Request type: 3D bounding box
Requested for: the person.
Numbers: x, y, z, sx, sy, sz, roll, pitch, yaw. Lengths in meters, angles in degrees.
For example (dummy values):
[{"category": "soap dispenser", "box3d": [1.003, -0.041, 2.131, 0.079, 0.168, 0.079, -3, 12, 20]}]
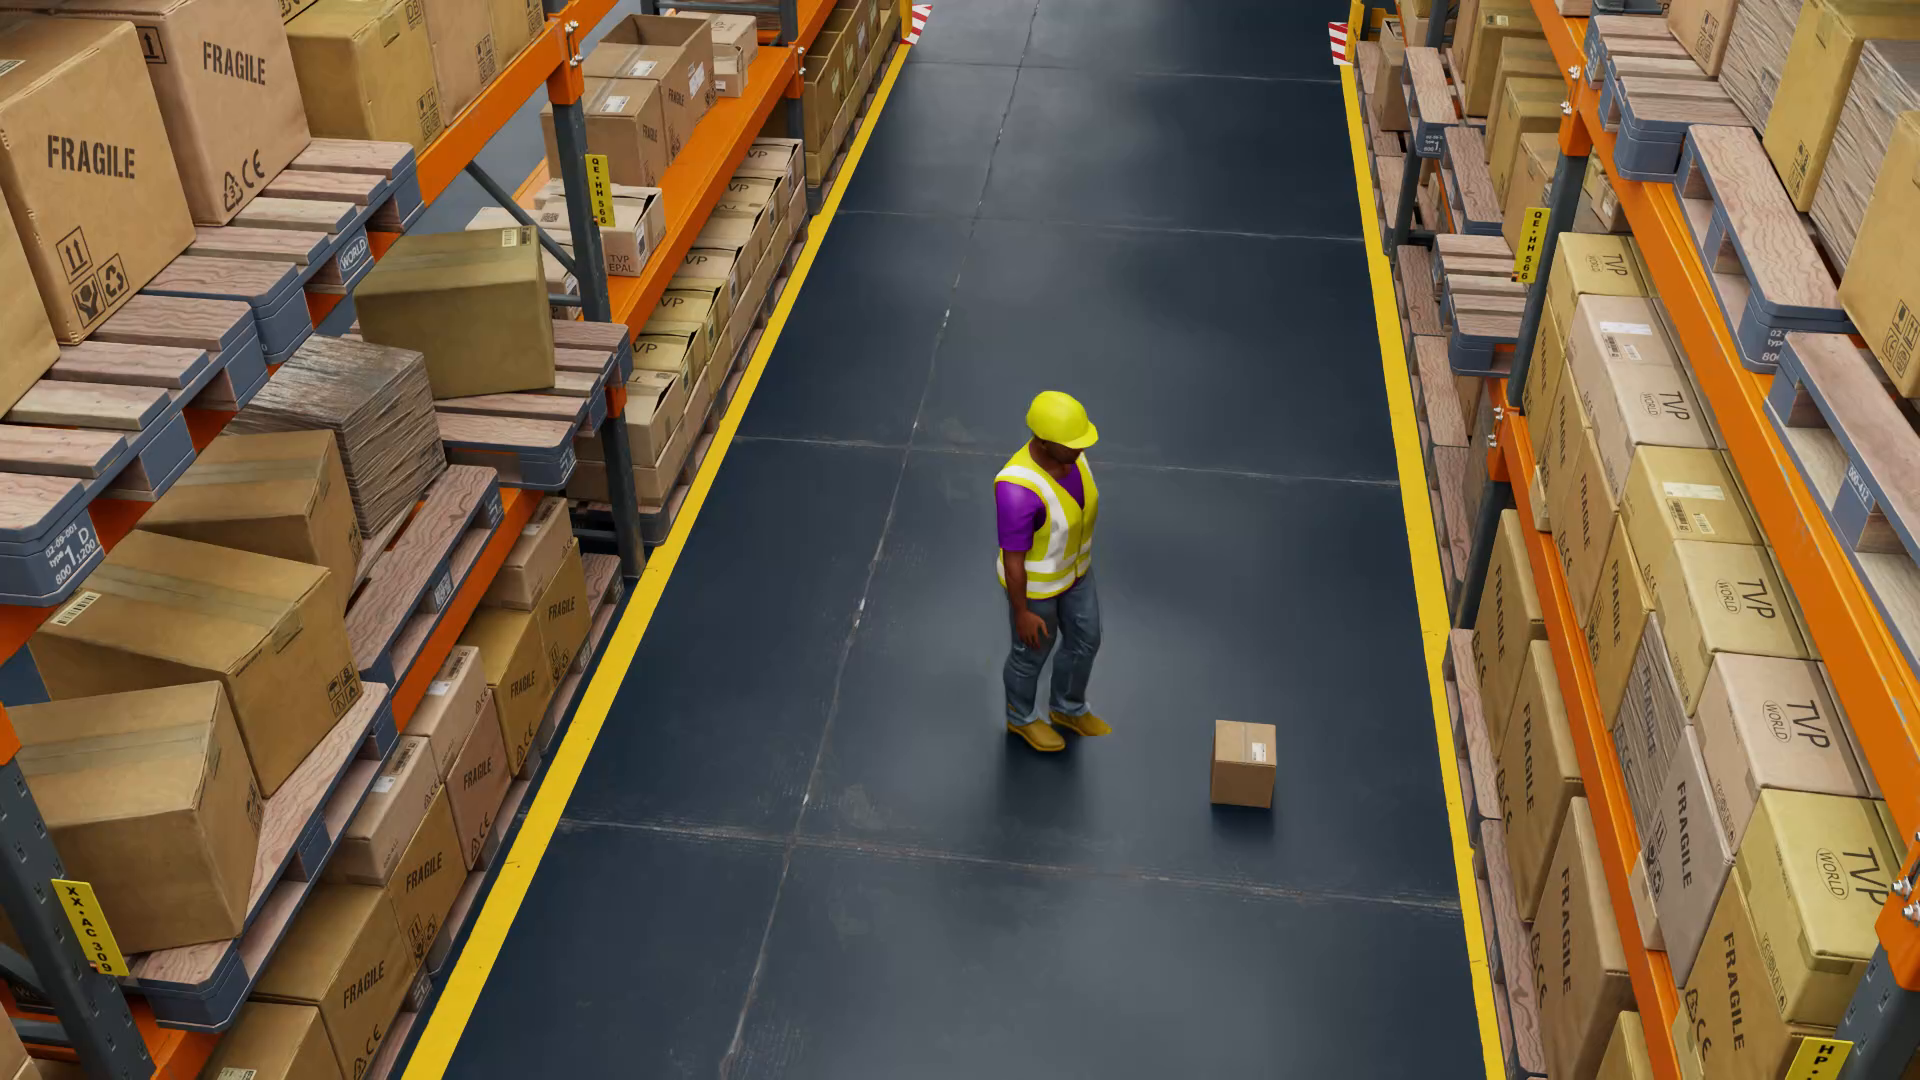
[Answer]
[{"category": "person", "box3d": [-7.465, -3.746, 11.009, 19.833, 3.238, 0.516, 23, 42, 28]}]
